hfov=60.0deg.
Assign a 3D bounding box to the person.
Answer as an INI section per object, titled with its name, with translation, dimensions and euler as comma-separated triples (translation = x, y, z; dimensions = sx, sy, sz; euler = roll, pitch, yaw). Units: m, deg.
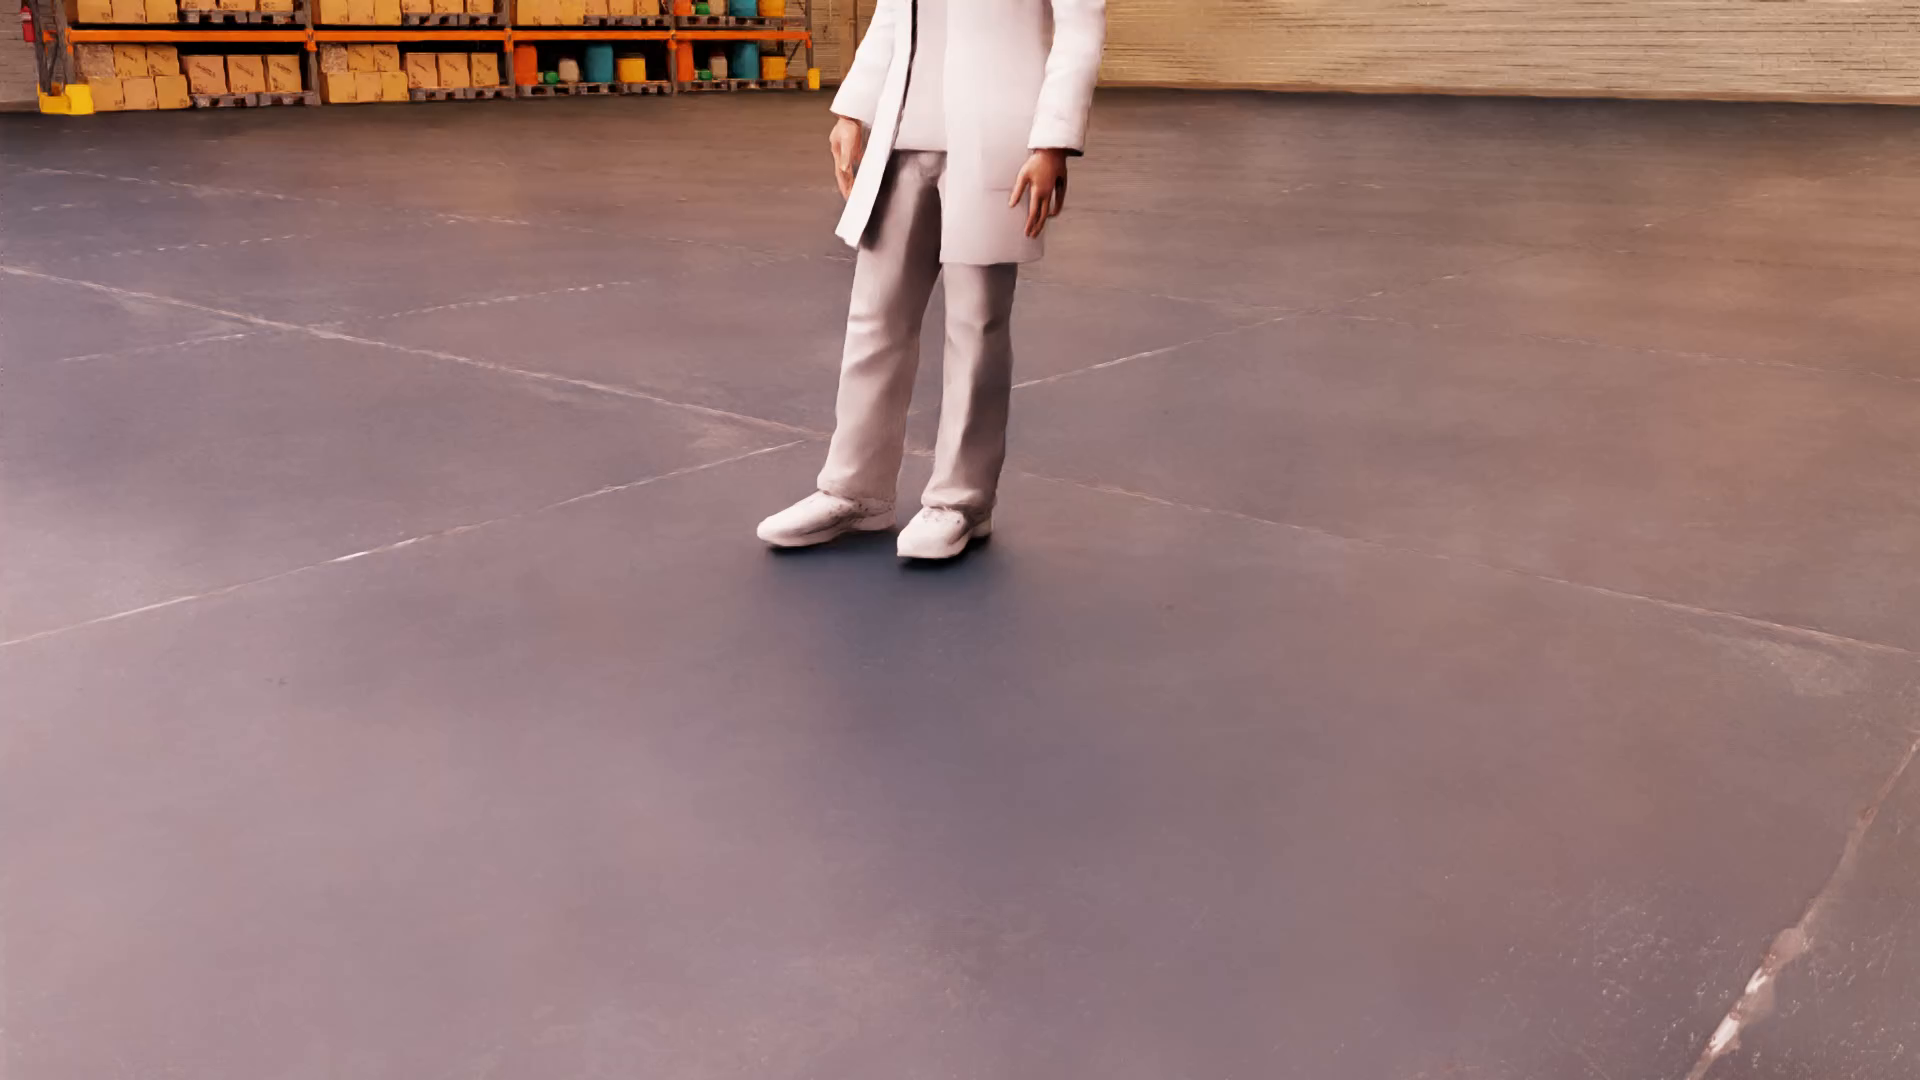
[person]
translation = -0.061, -0.838, 3.617
dimensions = 0.694, 1.776, 0.579
euler = 13, 21, 37
